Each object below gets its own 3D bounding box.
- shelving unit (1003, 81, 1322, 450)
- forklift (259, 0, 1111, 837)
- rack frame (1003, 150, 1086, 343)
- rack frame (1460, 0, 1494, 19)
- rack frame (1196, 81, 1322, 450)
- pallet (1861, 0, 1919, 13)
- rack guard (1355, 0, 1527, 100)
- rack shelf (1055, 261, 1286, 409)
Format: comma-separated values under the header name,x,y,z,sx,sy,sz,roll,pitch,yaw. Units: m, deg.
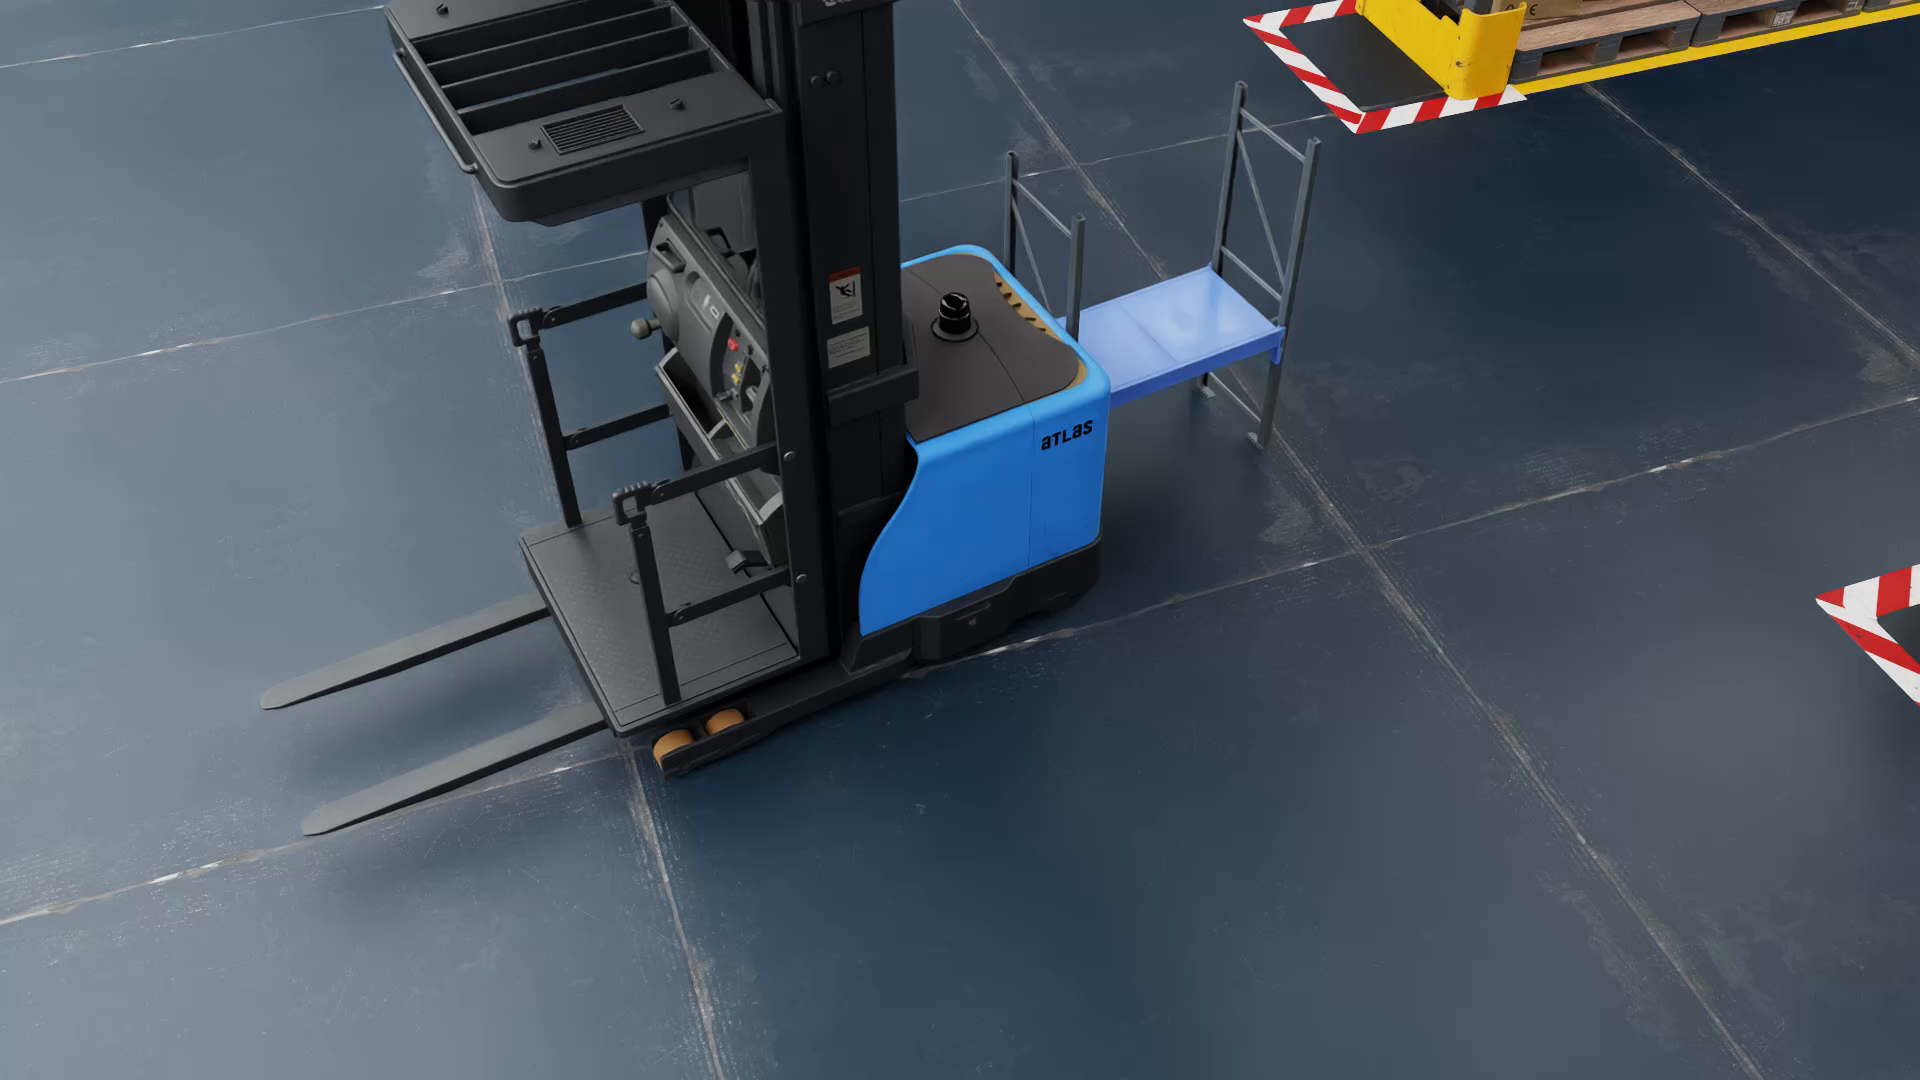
name,x,y,z,sx,sy,sz,roll,pitch,yaw
shelving unit,0.745,-0.902,6.590,1.048,1.500,0.538,-21,49,-20
forklift,8.343,1.481,3.205,16.483,2.935,15.389,-21,49,-20
rack frame,0.301,-0.727,6.416,0.032,1.500,0.500,-21,49,-20
rack frame,2.622,-3.880,8.500,0.127,3.000,1.000,-14,47,-14
rack frame,1.190,-1.076,6.763,0.032,1.500,0.500,-21,49,-20
pallet,5.765,-3.673,10.262,1.213,0.211,1.003,-14,47,-14
rack guard,2.694,-3.016,9.403,0.348,0.500,1.175,-14,47,-14
rack shelf,0.745,-0.775,6.717,1.000,0.185,0.538,-21,49,-20
